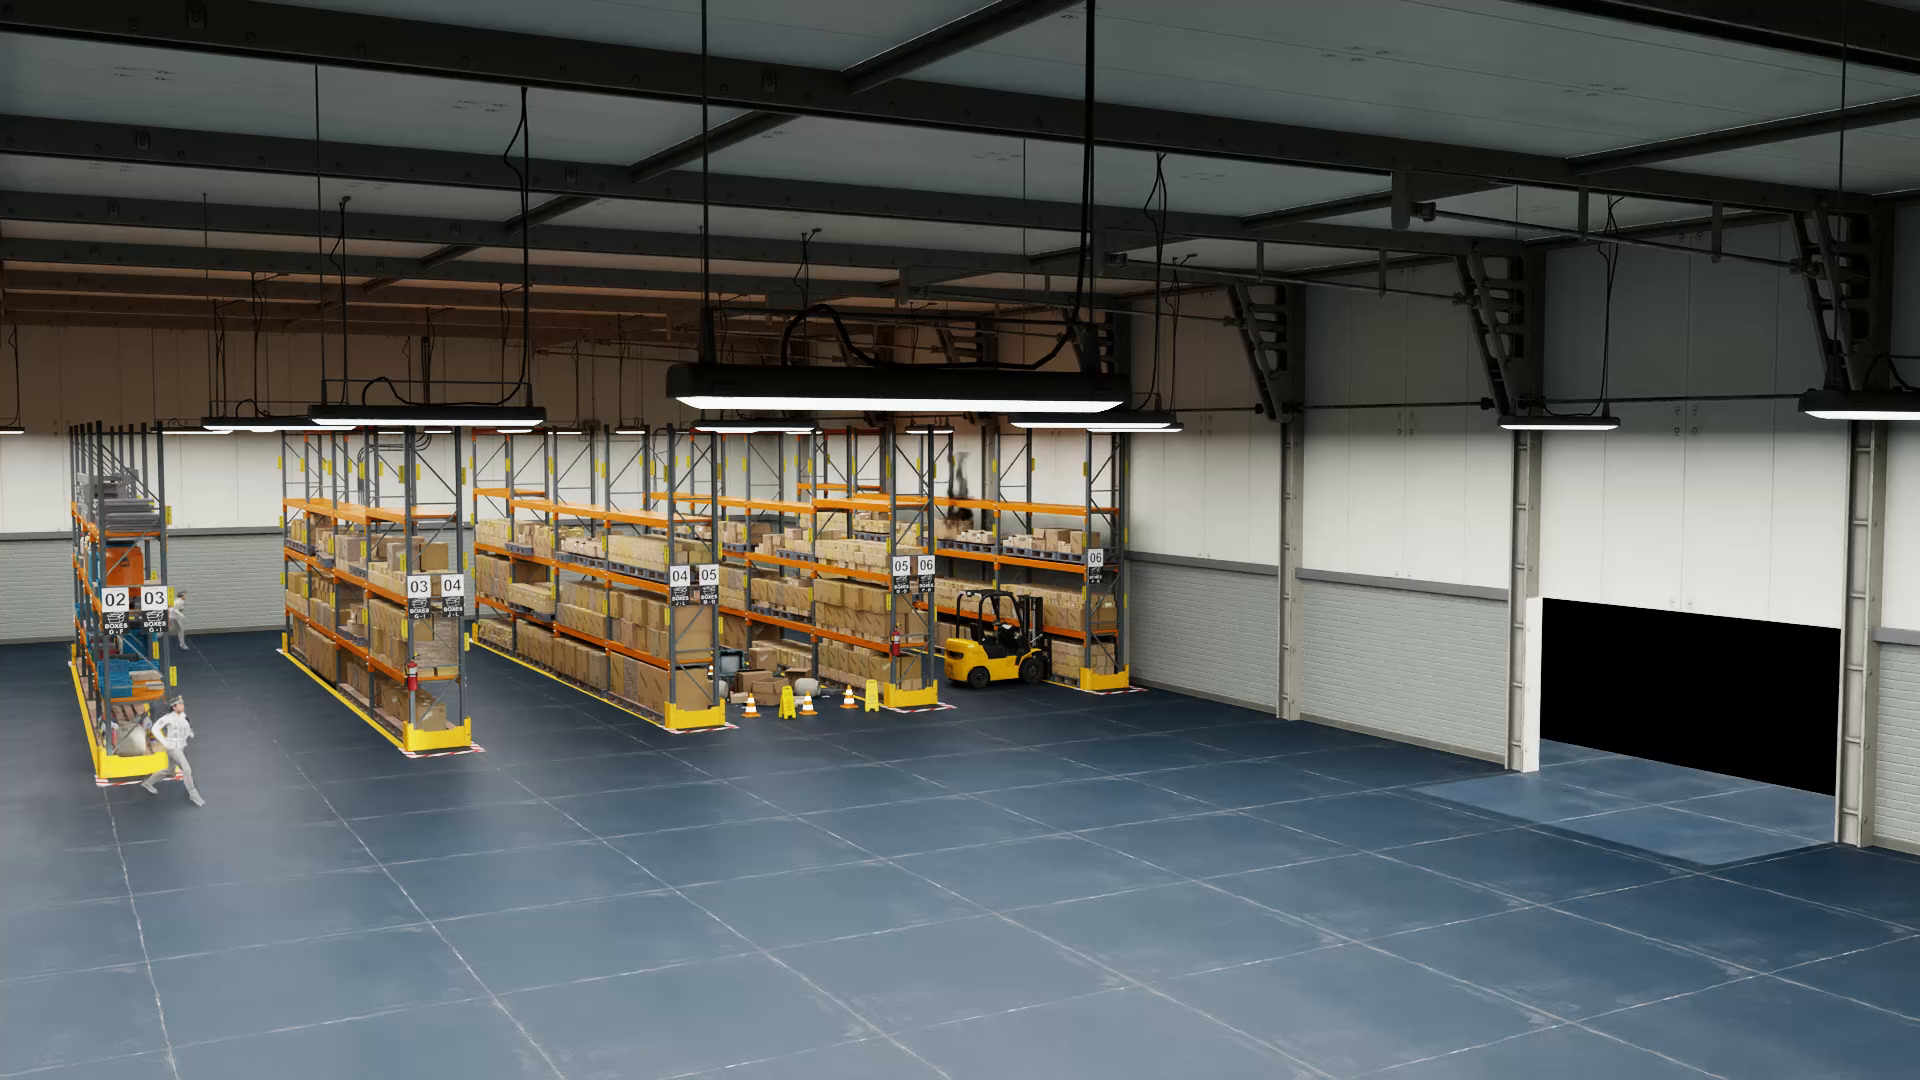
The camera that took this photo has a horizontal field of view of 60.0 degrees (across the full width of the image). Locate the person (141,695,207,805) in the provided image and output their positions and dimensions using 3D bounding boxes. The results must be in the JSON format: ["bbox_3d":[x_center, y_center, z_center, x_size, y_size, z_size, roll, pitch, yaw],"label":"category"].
[{"bbox_3d":[-12.298,3.292,25.998,1.049,1.722,0.579,0,4,0],"label":"person"}]

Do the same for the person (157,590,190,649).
[{"bbox_3d":[-21.345,2.175,44.885,0.978,1.627,0.654,-1,4,-23],"label":"person"}]
